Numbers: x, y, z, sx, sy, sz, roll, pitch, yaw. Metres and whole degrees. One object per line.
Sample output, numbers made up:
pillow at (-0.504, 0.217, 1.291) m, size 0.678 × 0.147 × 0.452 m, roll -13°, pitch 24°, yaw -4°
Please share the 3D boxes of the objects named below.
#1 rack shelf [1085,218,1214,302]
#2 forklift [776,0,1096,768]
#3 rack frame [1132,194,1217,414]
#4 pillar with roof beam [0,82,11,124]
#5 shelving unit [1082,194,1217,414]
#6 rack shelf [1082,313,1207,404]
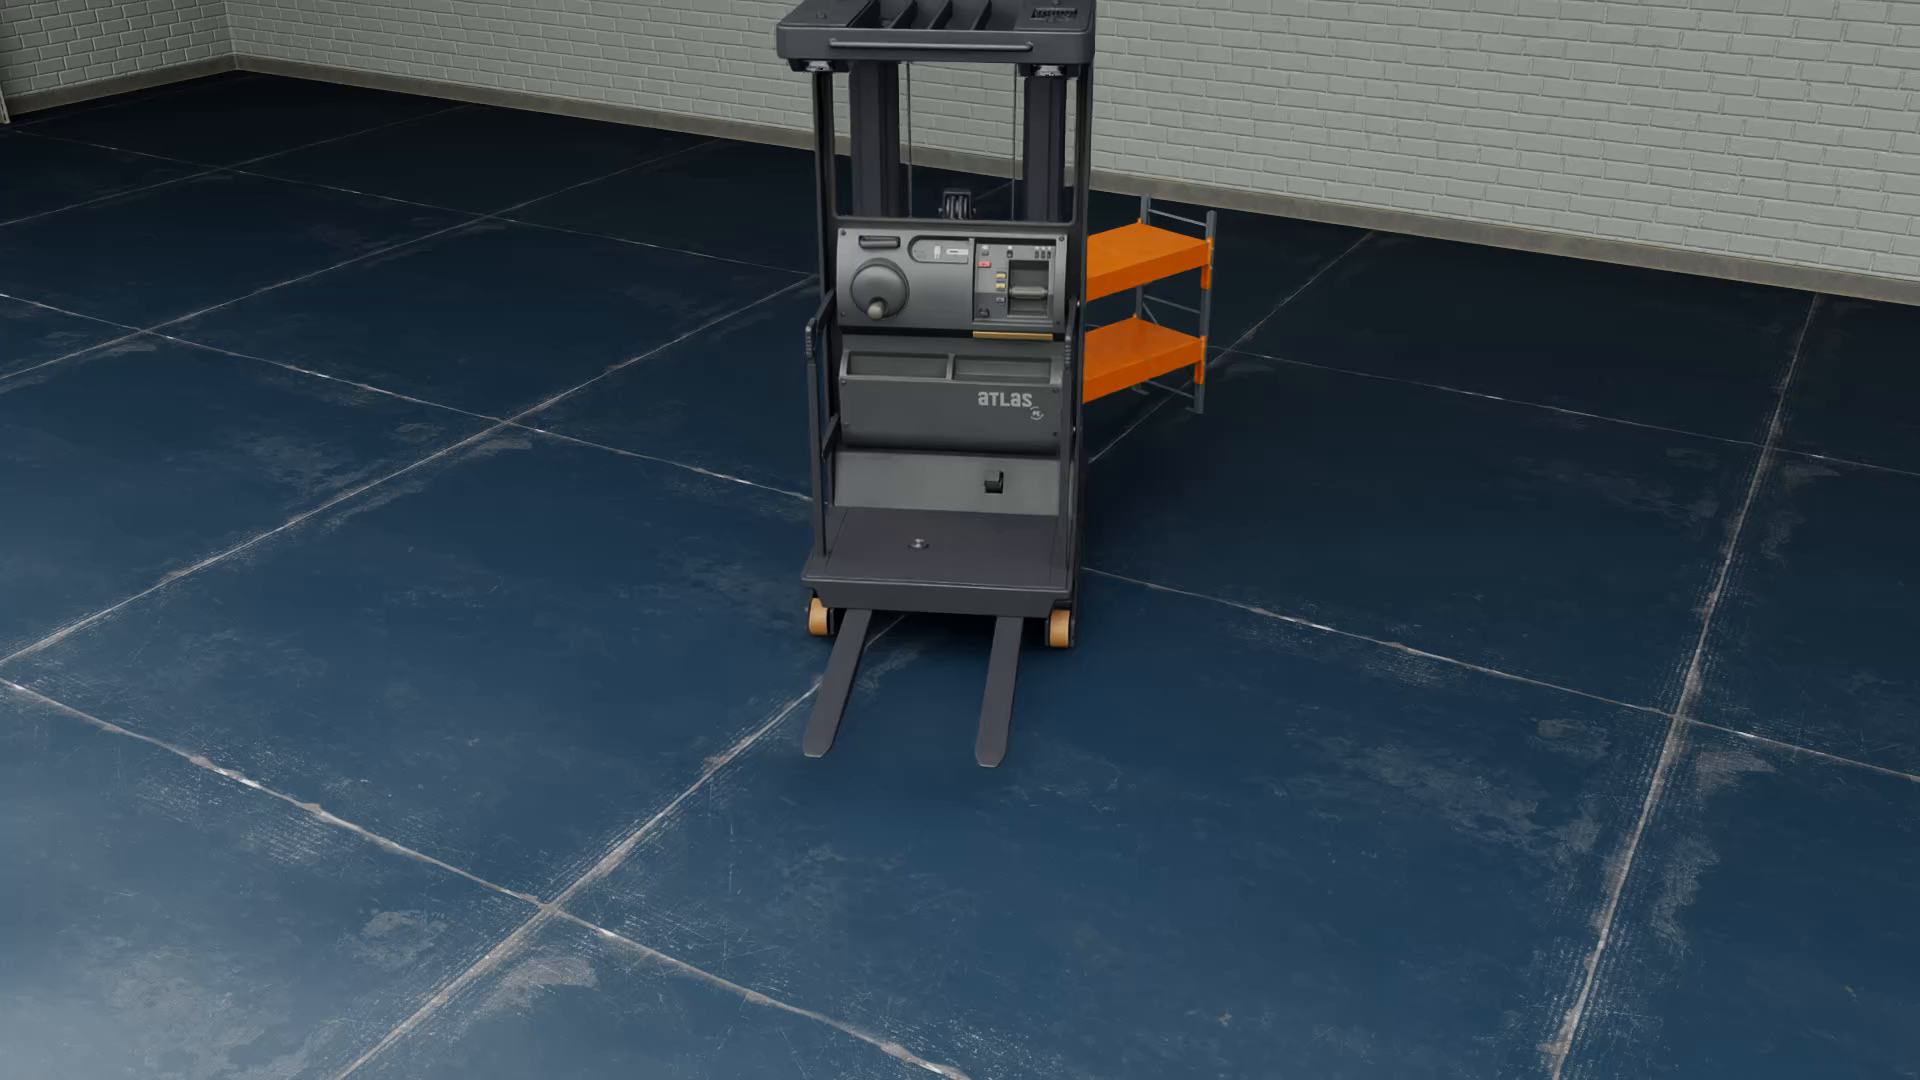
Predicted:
rack shelf at (0.782, -1.388, 8.613) m, size 1.000 × 0.278 × 0.538 m, roll -22°, pitch 34°, yaw -37°
forklift at (-0.054, -1.023, 6.519) m, size 1.130 × 2.935 × 3.031 m, roll 3°, pitch 27°, yaw 5°
rack frame at (1.157, -1.280, 9.051) m, size 0.032 × 1.125 × 0.500 m, roll -22°, pitch 34°, yaw -37°
pillar with roof beam at (-5.357, -6.937, 11.556) m, size 9.100 × 9.000 × 0.400 m, roll 14°, pitch 30°, yaw 26°
shelving unit at (0.782, -1.126, 8.744) m, size 1.048 × 1.125 × 0.538 m, roll -22°, pitch 34°, yaw -37°
rack shelf at (0.782, -0.908, 8.853) m, size 1.000 × 0.278 × 0.538 m, roll -22°, pitch 34°, yaw -37°
